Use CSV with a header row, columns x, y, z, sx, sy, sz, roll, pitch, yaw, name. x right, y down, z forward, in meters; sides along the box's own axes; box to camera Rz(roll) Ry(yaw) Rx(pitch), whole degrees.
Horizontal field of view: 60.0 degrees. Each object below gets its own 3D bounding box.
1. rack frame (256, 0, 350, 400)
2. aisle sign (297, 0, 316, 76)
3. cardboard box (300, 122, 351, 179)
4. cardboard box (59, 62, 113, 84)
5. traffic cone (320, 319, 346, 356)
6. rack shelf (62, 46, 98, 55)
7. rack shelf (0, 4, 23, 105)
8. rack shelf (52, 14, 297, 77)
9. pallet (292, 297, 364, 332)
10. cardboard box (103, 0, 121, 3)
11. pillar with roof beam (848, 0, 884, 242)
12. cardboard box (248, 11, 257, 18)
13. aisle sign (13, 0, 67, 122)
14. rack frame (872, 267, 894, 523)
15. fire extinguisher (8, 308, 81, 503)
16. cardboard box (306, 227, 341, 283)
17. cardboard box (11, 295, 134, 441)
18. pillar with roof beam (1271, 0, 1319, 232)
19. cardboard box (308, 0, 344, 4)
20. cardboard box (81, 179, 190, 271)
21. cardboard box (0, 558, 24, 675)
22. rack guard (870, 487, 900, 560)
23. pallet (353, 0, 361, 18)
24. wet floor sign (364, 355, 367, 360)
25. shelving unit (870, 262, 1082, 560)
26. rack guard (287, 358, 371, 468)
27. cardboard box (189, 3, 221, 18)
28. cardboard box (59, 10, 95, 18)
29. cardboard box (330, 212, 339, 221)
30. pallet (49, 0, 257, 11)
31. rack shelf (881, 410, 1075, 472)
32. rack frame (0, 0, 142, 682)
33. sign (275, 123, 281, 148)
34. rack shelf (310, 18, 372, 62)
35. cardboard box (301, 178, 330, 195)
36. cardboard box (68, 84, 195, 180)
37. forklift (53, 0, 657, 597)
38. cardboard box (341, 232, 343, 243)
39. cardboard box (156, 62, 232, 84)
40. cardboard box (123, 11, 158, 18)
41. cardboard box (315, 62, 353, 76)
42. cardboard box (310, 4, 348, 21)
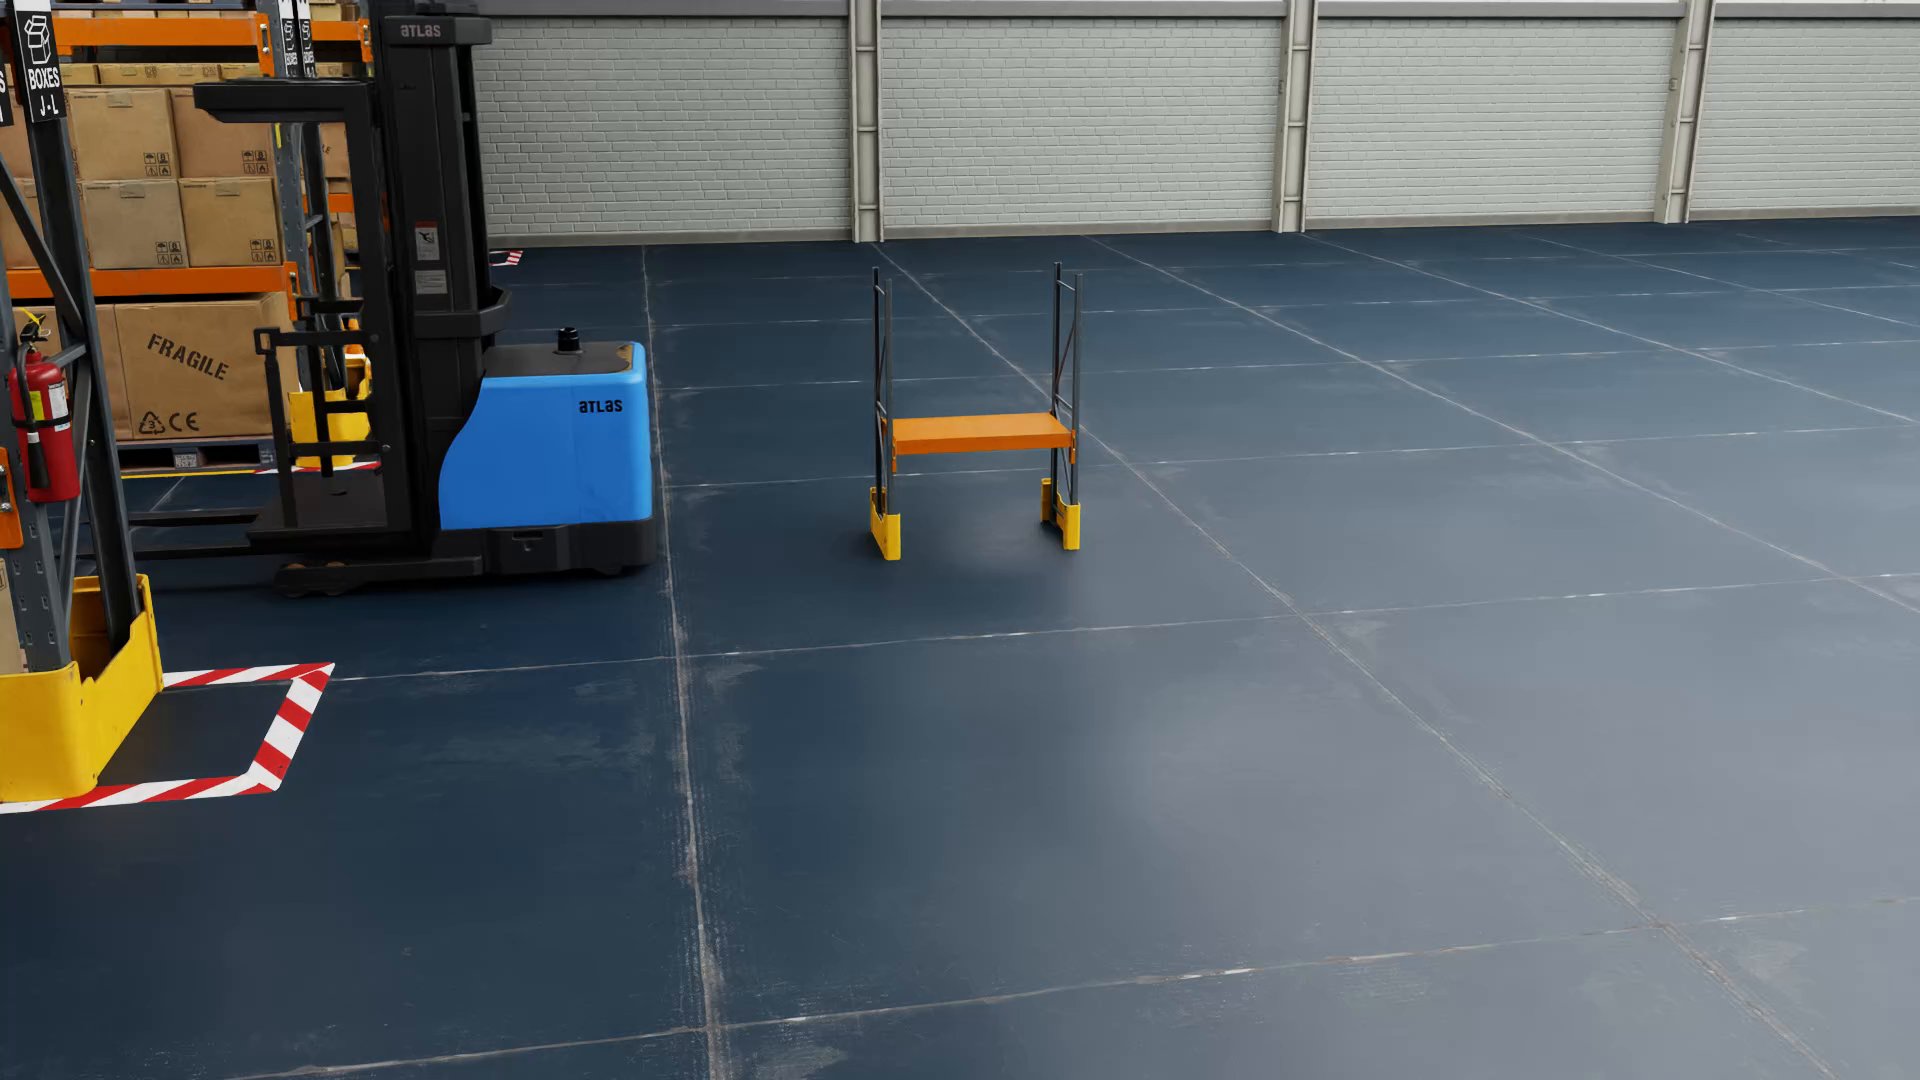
x,y,z,sx,sy,sz,roll,pitch,yaw,name
-4.299,-2.075,10.959,0.127,3.000,1.000,-3,17,-10,rack frame
-4.286,-3.408,10.872,0.004,0.787,0.394,-3,17,-10,aisle sign
-5.818,-3.577,15.171,0.500,0.500,0.500,-4,17,-11,cardboard box
-7.788,-3.946,14.670,0.500,0.500,0.700,-4,17,-12,cardboard box
-5.515,-1.888,14.671,0.334,0.463,0.336,-3,17,-10,traffic cone
-8.246,-5.906,19.547,4.000,0.370,1.077,-3,17,-10,rack shelf
-5.421,-1.618,5.588,4.000,0.370,1.077,-3,17,-10,rack shelf
-6.263,-3.054,10.262,4.000,0.370,1.077,-3,17,-10,rack shelf
-6.216,-2.124,15.868,1.213,0.211,1.003,-3,17,-10,pallet
-7.287,-4.808,14.497,0.500,0.250,0.500,-3,17,-10,cardboard box
-0.430,-7.109,17.131,0.400,9.000,9.100,-3,17,-10,pillar with roof beam
-6.140,-4.682,14.764,0.250,0.149,0.380,-3,17,-9,cardboard box
-3.453,-1.972,6.197,0.004,0.787,0.394,-3,17,-10,aisle sign
-0.415,-0.693,9.015,0.032,1.500,0.500,-3,17,-10,rack frame
-3.258,-0.476,5.885,0.183,0.674,0.296,-3,17,-10,fire extinguisher
-6.075,-2.622,15.429,0.500,0.500,0.500,-3,17,-10,cardboard box
-5.816,-1.154,10.863,0.875,0.875,0.875,-4,17,-11,cardboard box
5.461,-7.443,18.219,0.400,9.000,9.100,-3,17,-10,pillar with roof beam
-5.789,-4.895,14.779,0.500,0.250,0.500,-3,17,-11,cardboard box
-5.191,-2.076,10.707,0.550,0.550,0.875,-3,17,-10,cardboard box
-4.074,0.384,6.493,0.500,0.500,0.500,0,17,0,cardboard box
-0.414,-0.096,9.199,0.087,0.250,0.587,-3,17,-10,rack guard
-6.982,-6.287,19.714,1.213,0.211,1.003,-3,17,-10,pallet
-4.646,-1.522,13.169,0.232,0.644,0.267,-6,18,-20,wet floor sign
0.075,-0.721,9.105,1.083,1.500,0.587,-3,17,-10,shelving unit
-4.276,-0.882,11.331,0.348,0.500,1.175,-3,17,-10,rack guard
-6.637,-4.659,14.691,0.250,0.149,0.380,-3,17,-11,cardboard box
-7.630,-4.581,14.436,0.250,0.149,0.380,-4,17,-12,cardboard box
-7.699,-3.876,19.938,0.500,0.250,0.500,-4,17,-12,cardboard box
-5.025,-3.422,10.388,1.213,0.211,1.003,-3,17,-10,pallet
0.084,-0.550,9.160,1.000,0.185,0.538,-3,17,-10,rack shelf
-3.457,-0.640,6.286,0.127,3.000,1.000,-3,17,-10,rack frame
-4.210,-2.585,10.243,0.005,0.325,0.100,-3,17,-10,sign
-7.301,-4.475,14.889,4.000,0.370,1.077,-3,17,-10,rack shelf
-5.892,-3.248,15.205,0.250,0.149,0.380,-3,17,-11,cardboard box
-5.193,-2.596,10.561,0.550,0.550,0.875,-3,17,-10,cardboard box
-3.162,-1.279,8.485,3.031,2.935,1.130,-3,17,-10,forklift
-7.667,-3.646,20.042,0.500,0.250,0.500,-3,17,-10,cardboard box
-6.777,-3.989,14.810,0.500,0.500,0.700,-3,17,-11,cardboard box
-7.134,-4.611,14.536,0.250,0.149,0.380,-3,17,-11,cardboard box
-5.798,-4.073,15.084,0.500,0.500,0.700,-4,17,-12,cardboard box
-5.635,-4.710,14.856,0.250,0.149,0.380,-3,17,-10,cardboard box
